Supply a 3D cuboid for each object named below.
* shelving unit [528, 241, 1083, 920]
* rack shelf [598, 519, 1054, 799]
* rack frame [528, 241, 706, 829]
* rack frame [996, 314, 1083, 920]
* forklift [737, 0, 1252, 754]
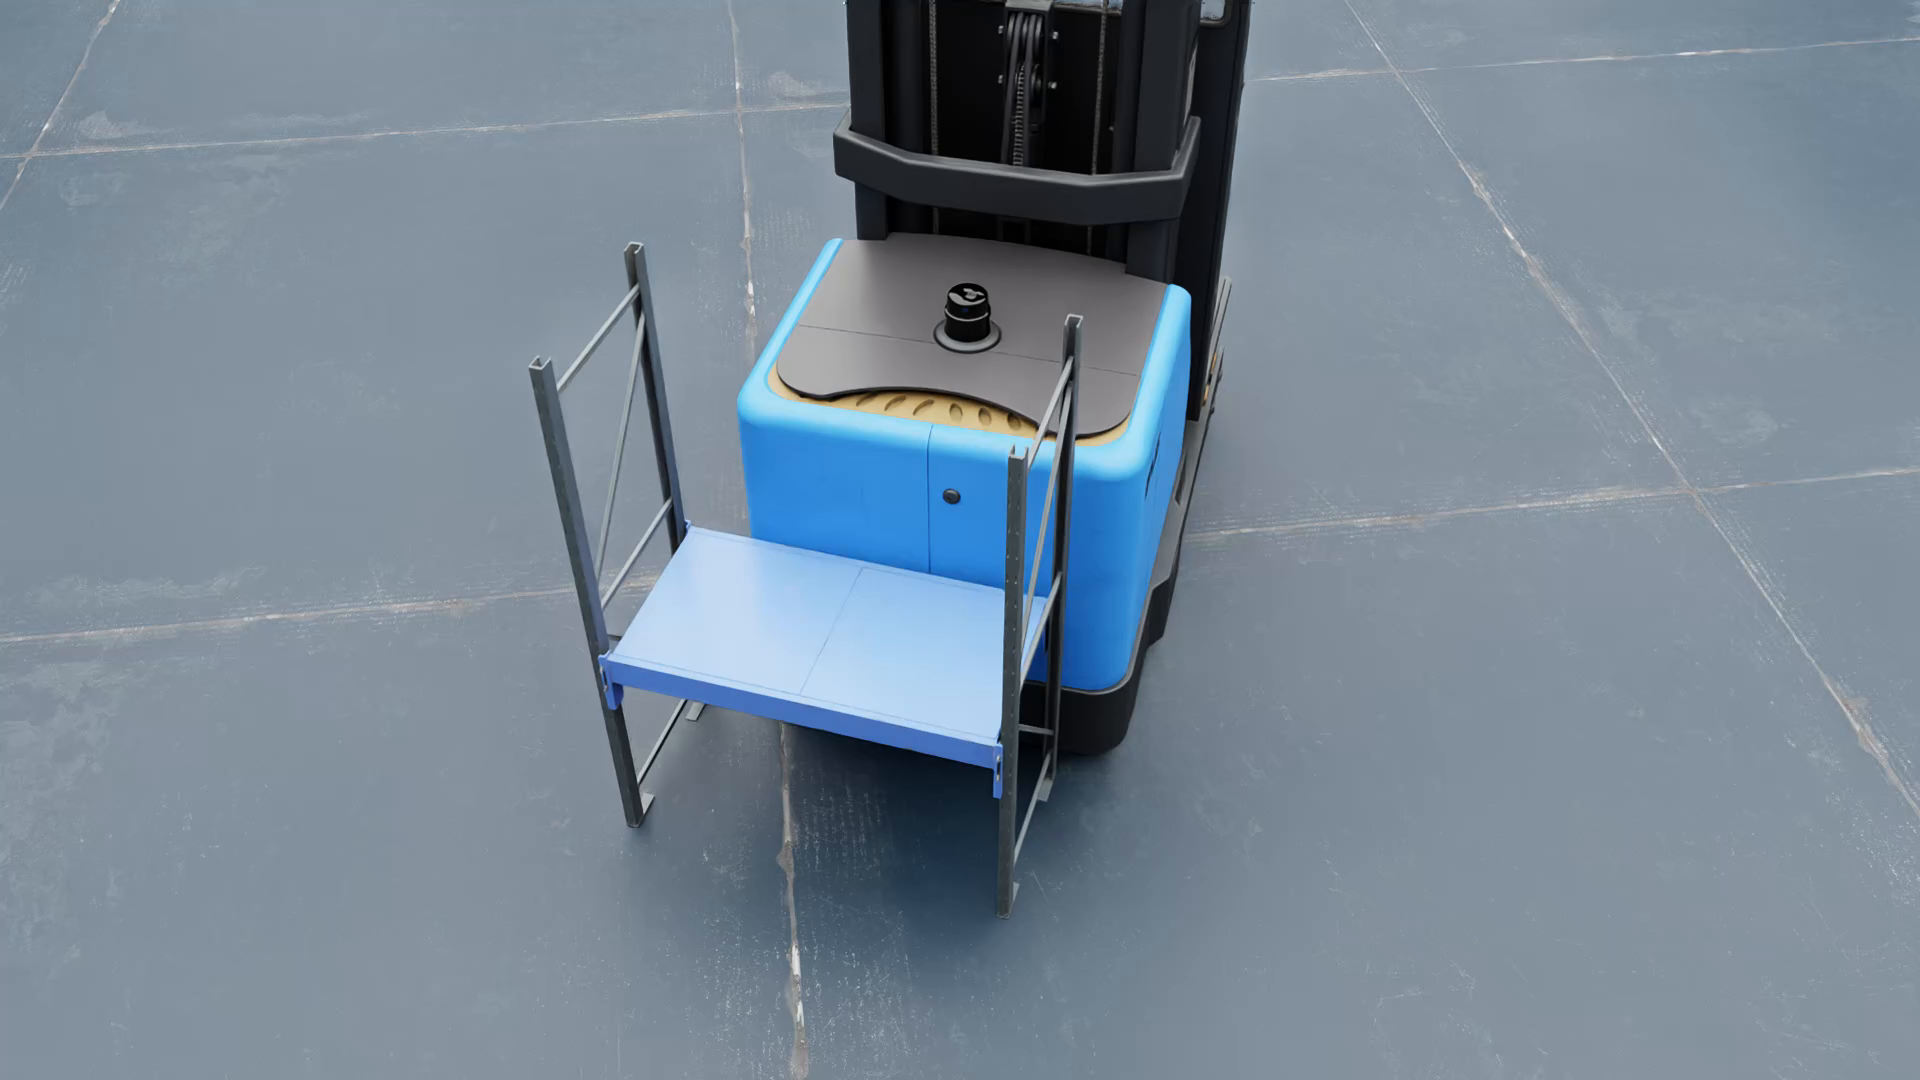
[{"bbox_3d":[-0.311,0.141,3.973,1.048,1.500,0.538,11,43,12],"label":"shelving unit"},{"bbox_3d":[-0.310,0.274,4.094,1.000,0.185,0.538,11,43,12],"label":"rack shelf"},{"bbox_3d":[-0.798,0.045,4.080,0.032,1.500,0.500,11,43,12],"label":"rack frame"},{"bbox_3d":[0.177,0.238,3.866,0.032,1.500,0.500,11,43,12],"label":"rack frame"},{"bbox_3d":[0.294,-1.508,4.734,1.130,2.935,3.031,10,43,11],"label":"forklift"}]
